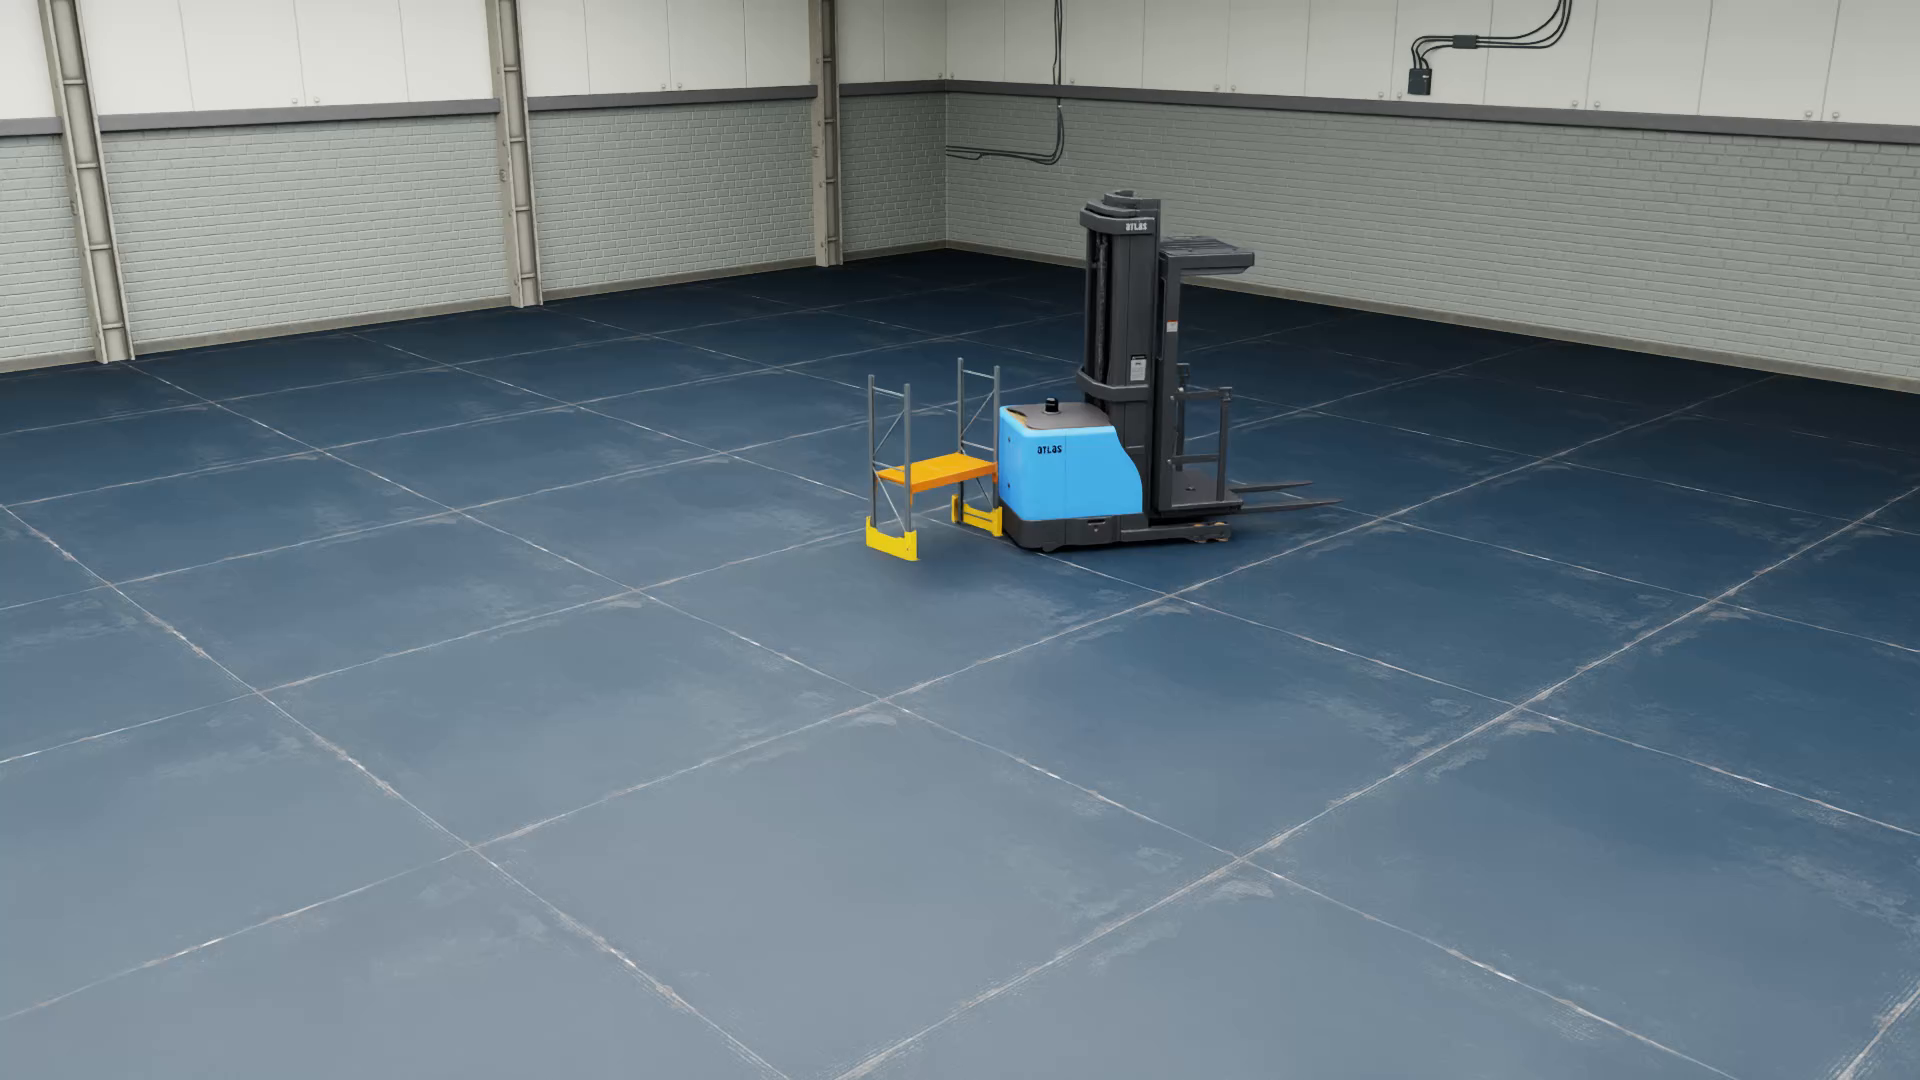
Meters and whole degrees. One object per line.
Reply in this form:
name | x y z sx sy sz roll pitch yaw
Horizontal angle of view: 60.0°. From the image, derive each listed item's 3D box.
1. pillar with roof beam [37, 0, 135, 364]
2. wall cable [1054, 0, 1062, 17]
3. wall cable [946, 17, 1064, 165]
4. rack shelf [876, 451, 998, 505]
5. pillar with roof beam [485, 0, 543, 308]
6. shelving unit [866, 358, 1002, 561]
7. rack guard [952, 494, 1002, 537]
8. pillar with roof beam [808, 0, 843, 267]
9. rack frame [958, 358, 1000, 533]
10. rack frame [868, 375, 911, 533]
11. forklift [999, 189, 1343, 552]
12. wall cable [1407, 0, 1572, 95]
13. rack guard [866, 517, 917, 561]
pillar with roof beam | -8.092 -5.675 17.398 0.400 9.000 9.100 -16 24 -41
wall cable | 2.577 -9.830 27.058 0.112 2.526 3.097 -16 24 -41
wall cable | 0.719 -8.034 29.707 0.112 2.526 3.097 -16 24 -41
rack shelf | -0.213 -0.542 14.309 1.000 0.185 0.538 -16 24 -40
pillar with roof beam | -3.732 -6.947 21.319 0.400 9.000 9.100 -16 24 -41
shelving unit | -0.220 -0.711 14.247 1.083 1.500 0.587 -16 24 -40
rack guard | 0.147 -0.221 14.761 0.087 0.250 0.587 -16 24 -40
pillar with roof beam | 0.627 -8.218 25.241 0.400 9.000 9.100 -16 24 -41
rack frame | 0.161 -0.820 14.581 0.032 1.500 0.500 -16 24 -40
rack frame | -0.587 -0.607 13.925 0.032 1.500 0.500 -16 24 -40
forklift | 1.871 -1.518 14.416 3.031 2.935 1.130 -4 18 -13
wall cable | 7.230 -8.998 22.131 0.169 6.003 2.305 -16 24 -41
rack guard | -0.586 -0.013 14.119 0.087 0.250 0.587 -16 24 -40
